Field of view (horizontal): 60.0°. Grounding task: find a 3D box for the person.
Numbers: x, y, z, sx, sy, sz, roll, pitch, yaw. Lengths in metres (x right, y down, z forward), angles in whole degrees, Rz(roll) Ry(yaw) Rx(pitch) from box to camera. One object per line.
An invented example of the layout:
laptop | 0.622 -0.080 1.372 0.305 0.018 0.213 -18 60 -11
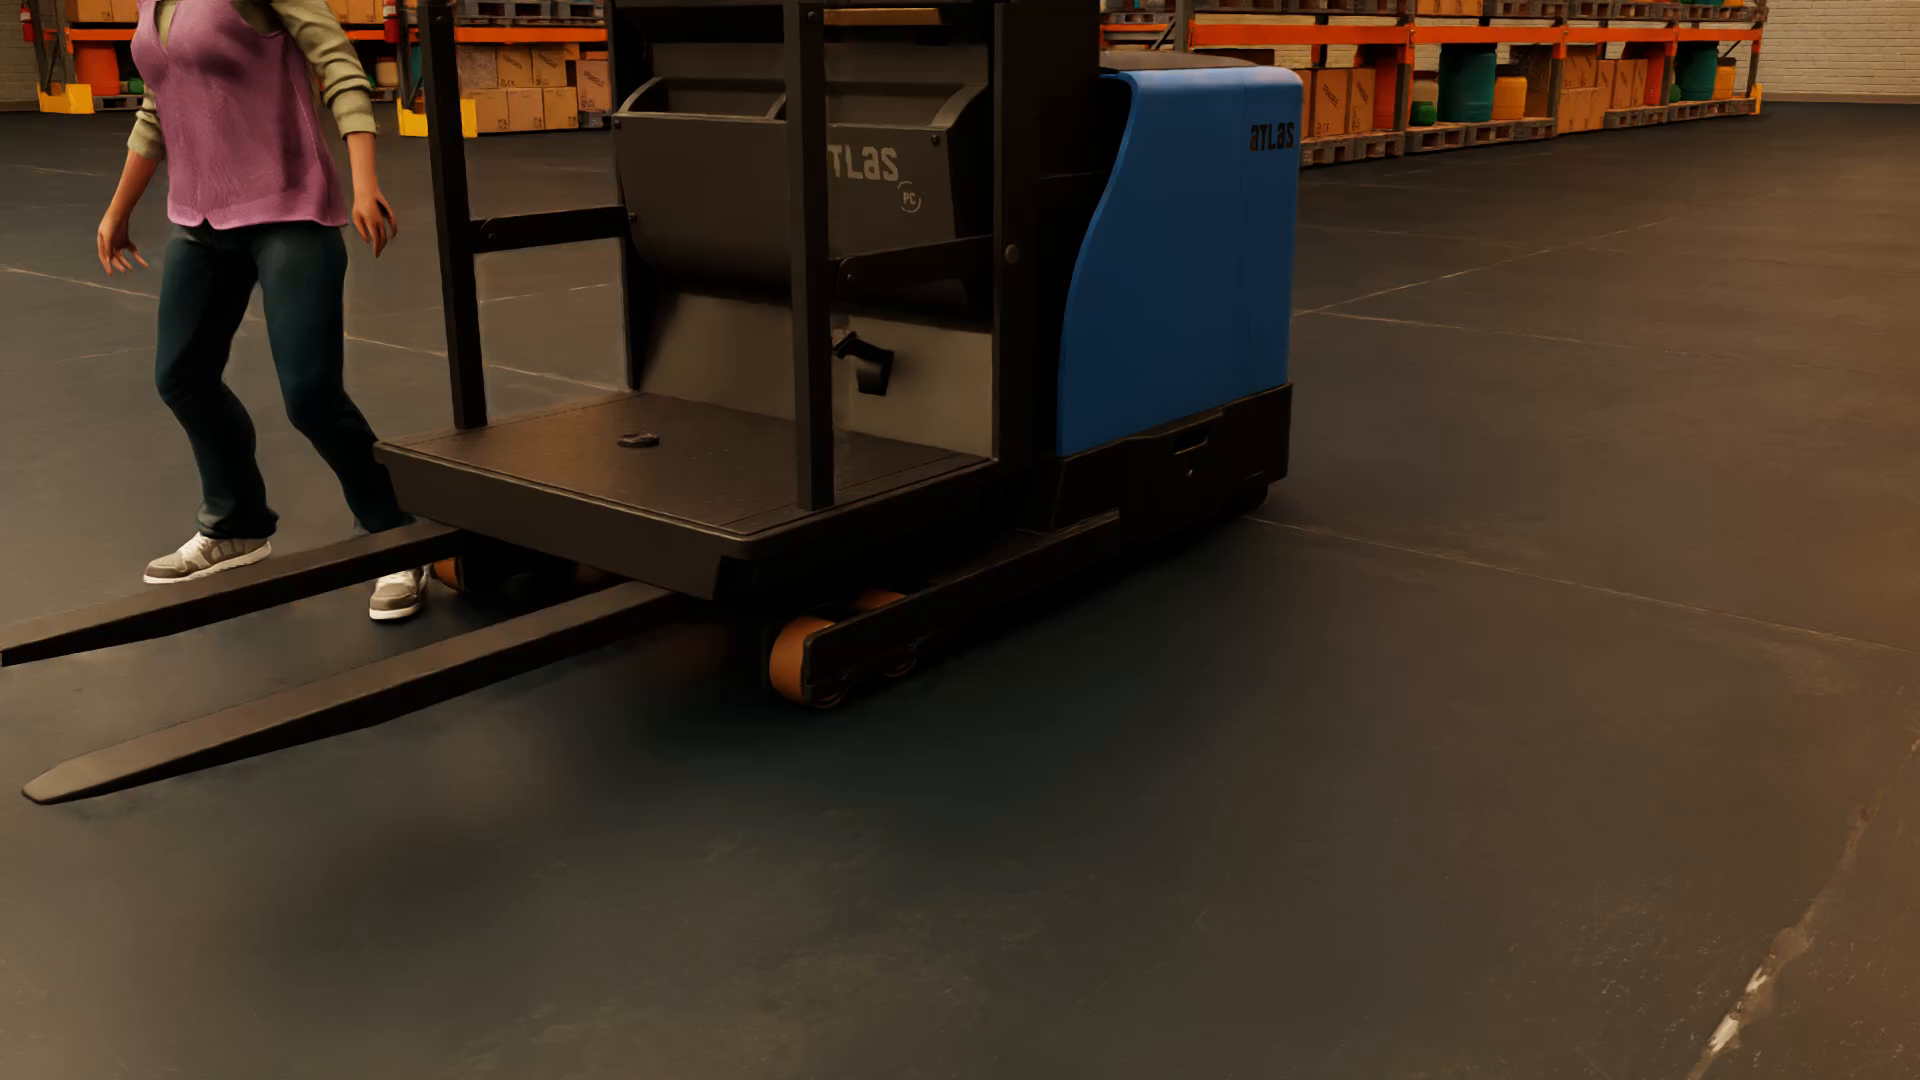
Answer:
person | -1.449 -0.609 3.346 0.782 1.543 0.360 8 19 24

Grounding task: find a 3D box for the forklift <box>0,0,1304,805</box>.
forklift | -0.472 -1.264 3.060 1.130 2.935 3.031 13 21 37
